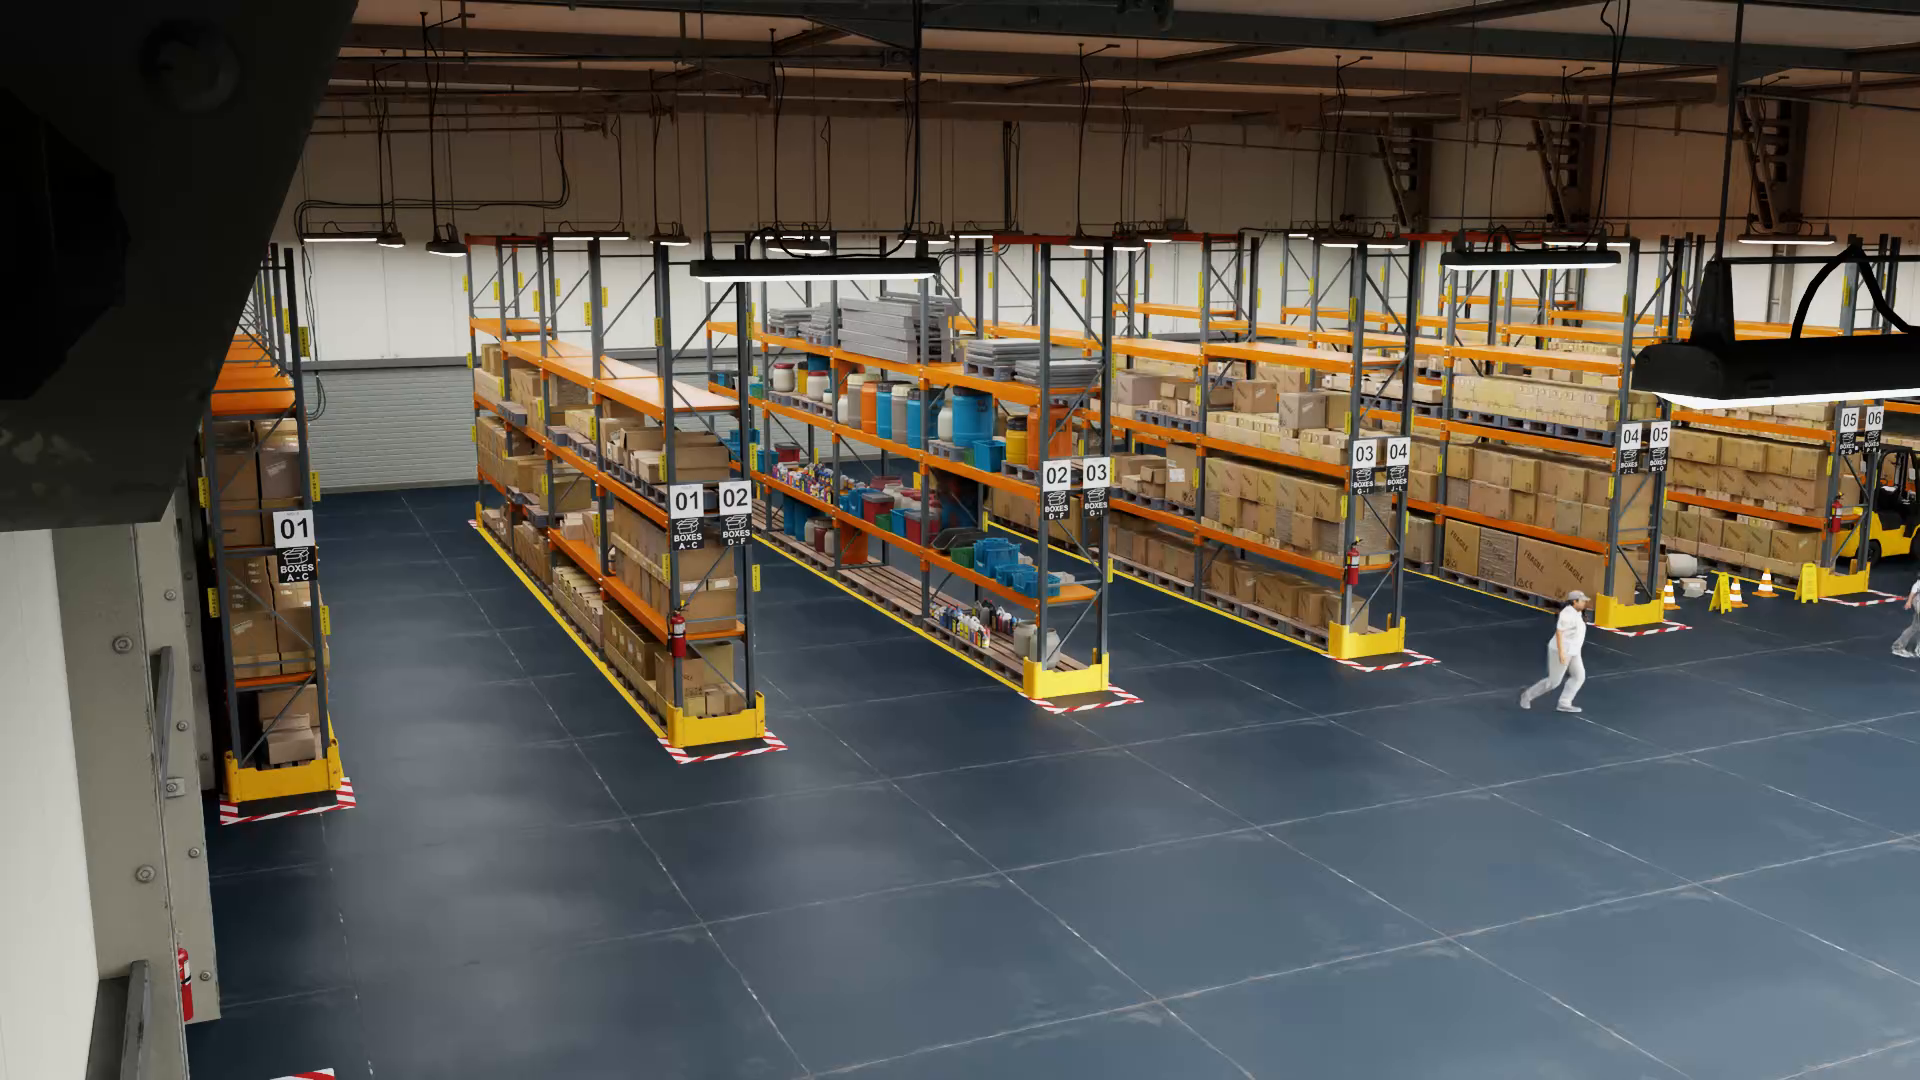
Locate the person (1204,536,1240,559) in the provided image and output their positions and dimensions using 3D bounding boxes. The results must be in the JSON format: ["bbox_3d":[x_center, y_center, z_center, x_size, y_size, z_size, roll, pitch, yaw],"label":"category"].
[{"bbox_3d":[4.988,-0.377,31.481,0.961,1.446,0.559,11,15,44],"label":"person"}]

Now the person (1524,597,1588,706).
[{"bbox_3d":[7.763,1.402,21.562,0.641,1.511,0.620,9,14,40],"label":"person"}]

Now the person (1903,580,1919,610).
[{"bbox_3d":[14.013,0.620,23.939,0.602,0.817,0.503,10,15,41],"label":"person"}]
